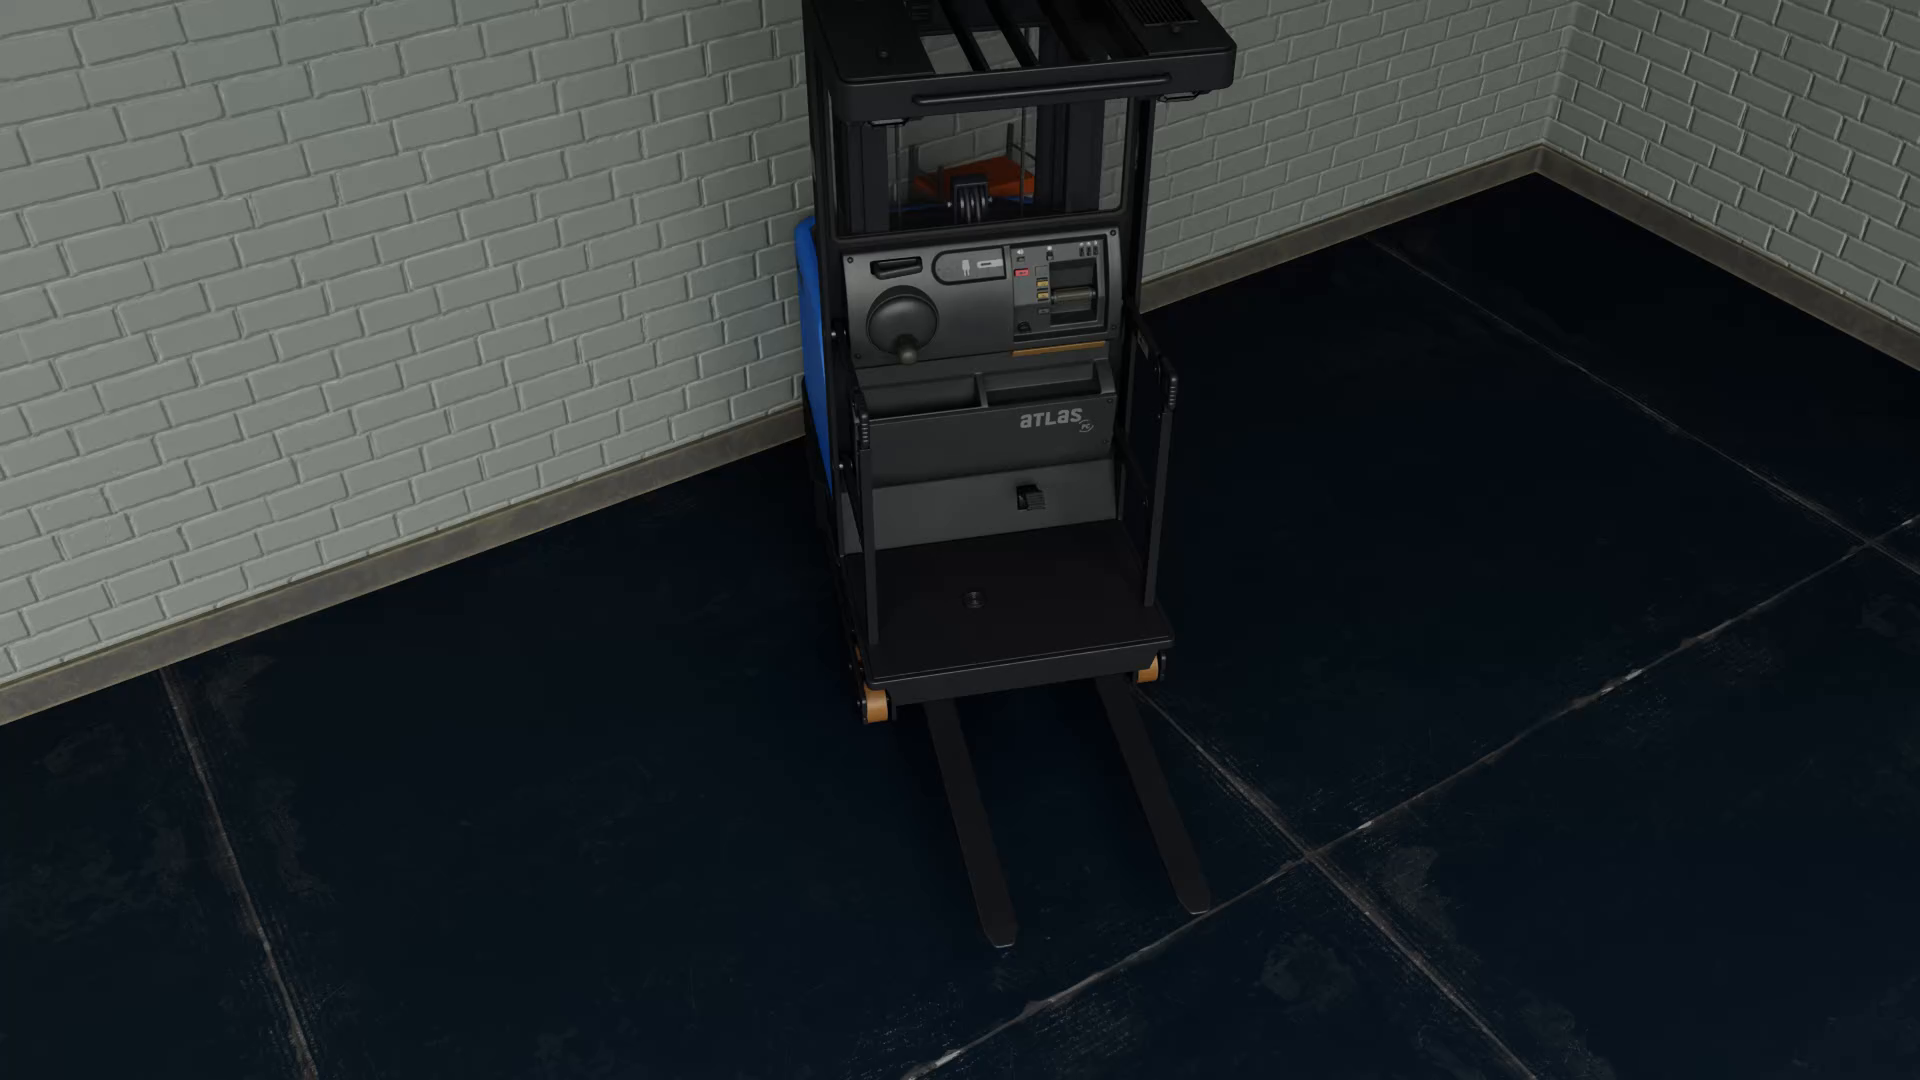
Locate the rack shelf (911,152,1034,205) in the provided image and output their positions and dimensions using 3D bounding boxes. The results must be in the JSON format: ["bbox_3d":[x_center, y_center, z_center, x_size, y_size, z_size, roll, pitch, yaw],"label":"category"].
[{"bbox_3d":[0.060,-1.457,6.930,0.480,0.148,0.258,-20,42,-27],"label":"rack shelf"}]

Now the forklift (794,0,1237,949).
[{"bbox_3d":[0.126,-0.734,5.341,1.130,2.935,3.031,-8,40,-9],"label":"forklift"}]

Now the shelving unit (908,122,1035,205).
[{"bbox_3d":[0.044,-1.141,7.164,0.503,1.200,0.258,-20,42,-27],"label":"shelving unit"}]

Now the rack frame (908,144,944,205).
[{"bbox_3d":[-0.160,-1.069,7.052,0.015,1.200,0.240,-20,42,-27],"label":"rack frame"}]

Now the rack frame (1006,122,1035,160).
[{"bbox_3d":[0.248,-1.214,7.276,0.015,1.200,0.240,-20,42,-27],"label":"rack frame"}]
